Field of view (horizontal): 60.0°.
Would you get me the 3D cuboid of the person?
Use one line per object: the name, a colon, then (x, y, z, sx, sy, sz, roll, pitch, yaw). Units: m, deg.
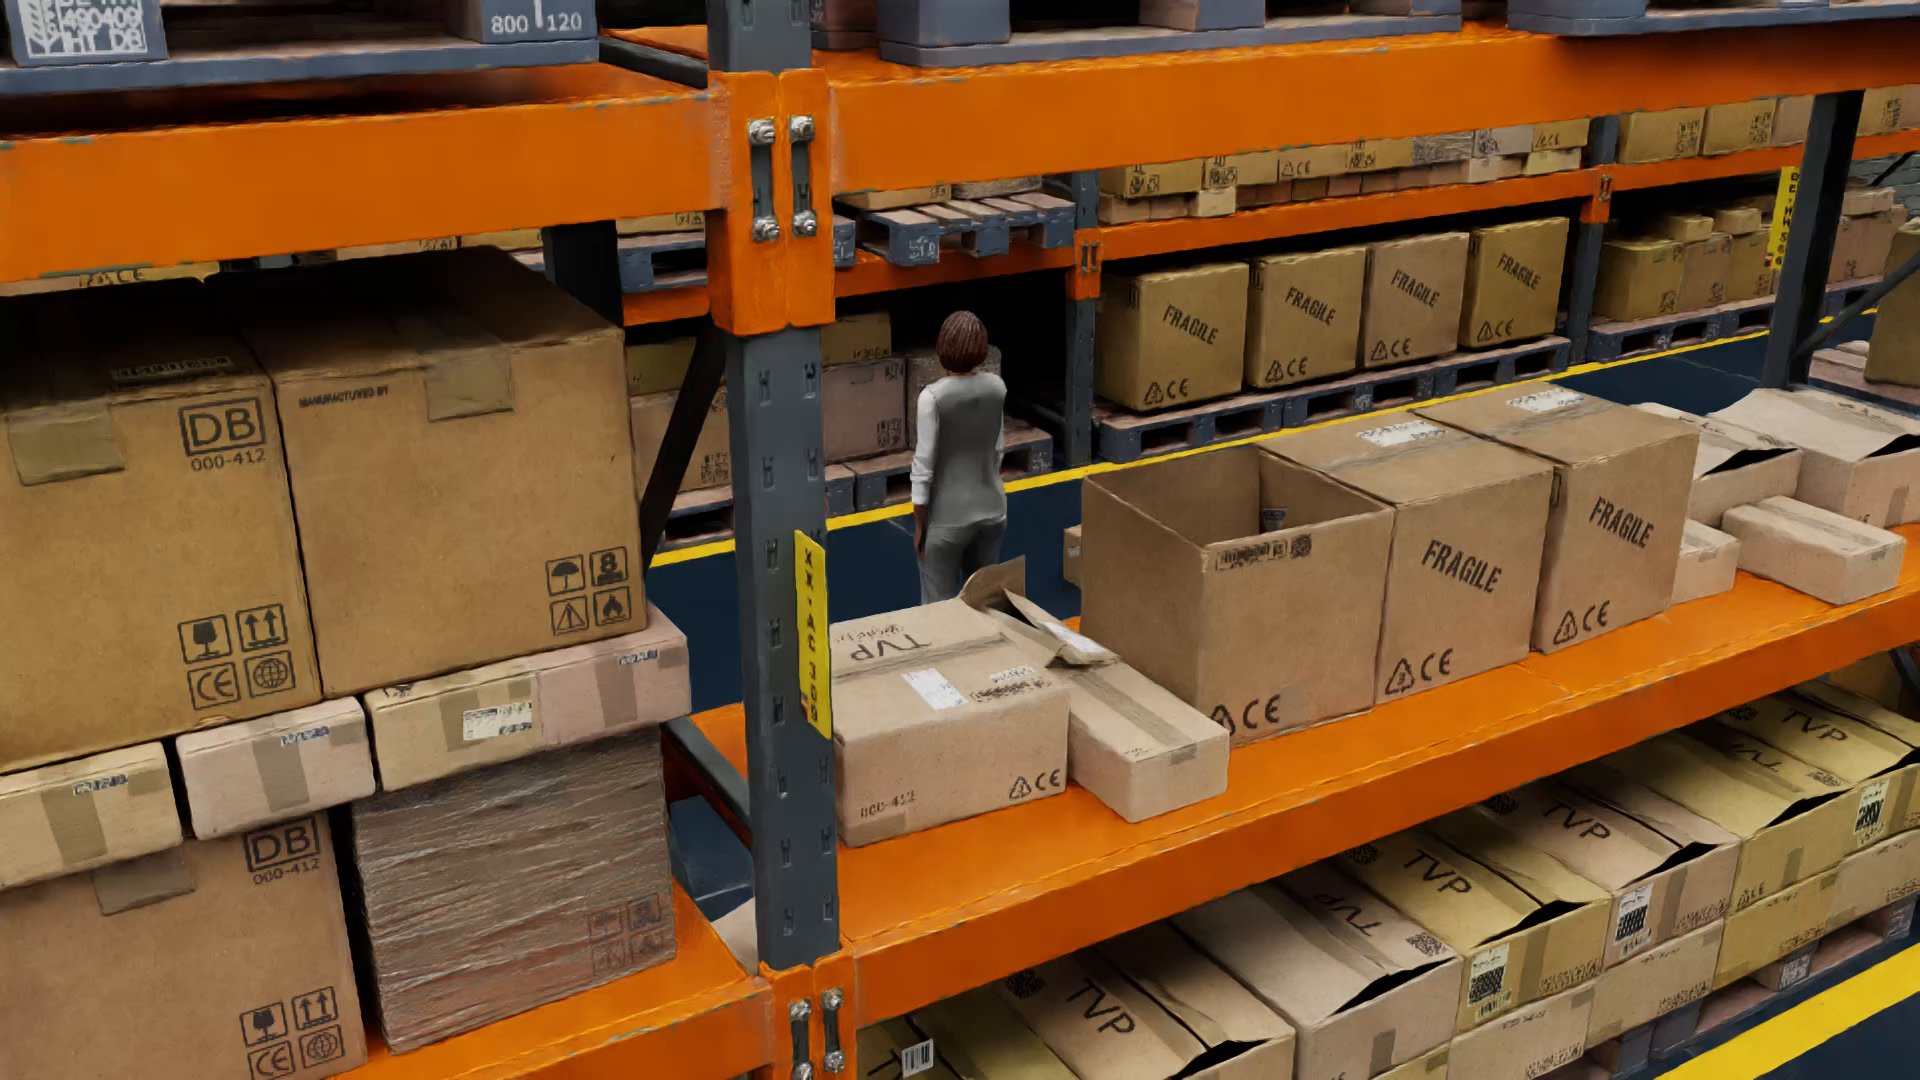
person: (-0.020, -0.076, 6.250, 0.429, 1.600, 0.347, -15, 26, -32)
